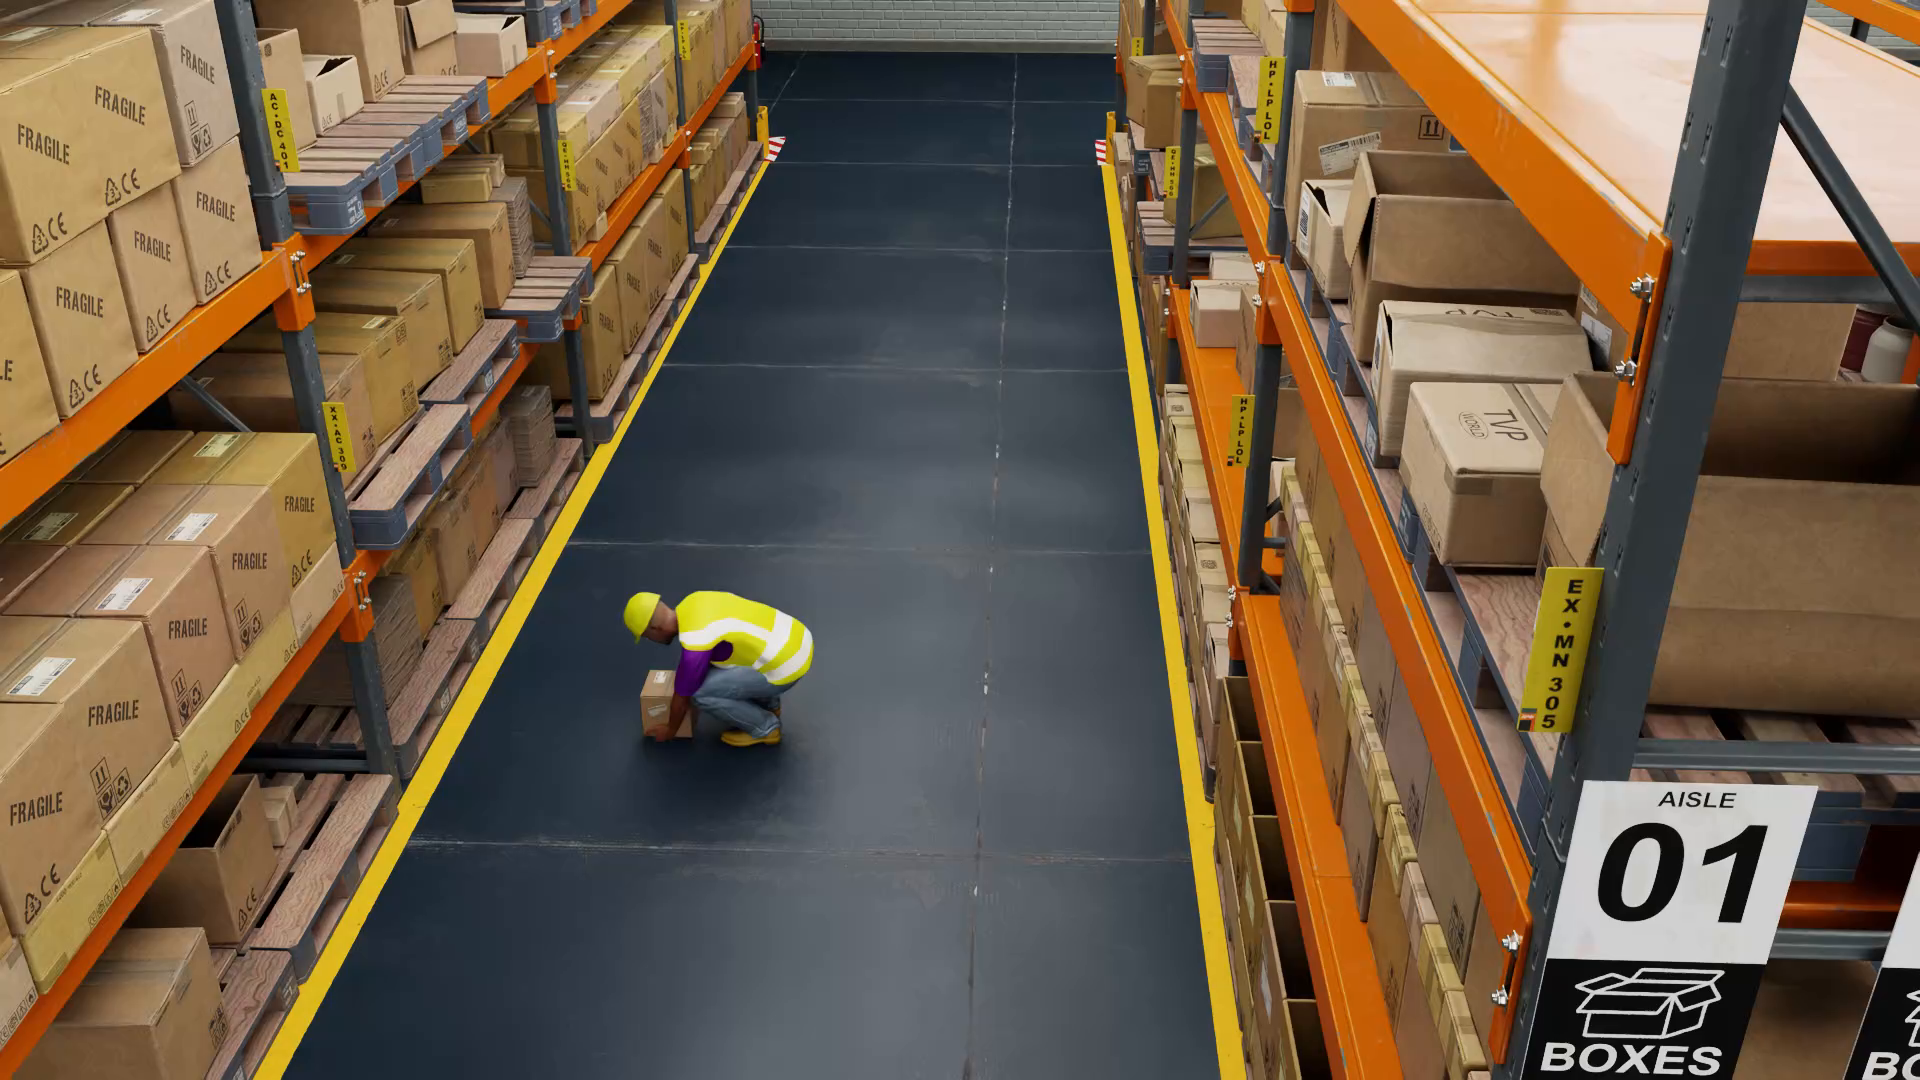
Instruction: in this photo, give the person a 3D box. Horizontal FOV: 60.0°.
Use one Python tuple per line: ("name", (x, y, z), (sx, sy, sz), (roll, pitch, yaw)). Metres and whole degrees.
("person", (-1.215, 0.661, 8.464), (0.927, 0.901, 0.540), (1, 28, 2))
